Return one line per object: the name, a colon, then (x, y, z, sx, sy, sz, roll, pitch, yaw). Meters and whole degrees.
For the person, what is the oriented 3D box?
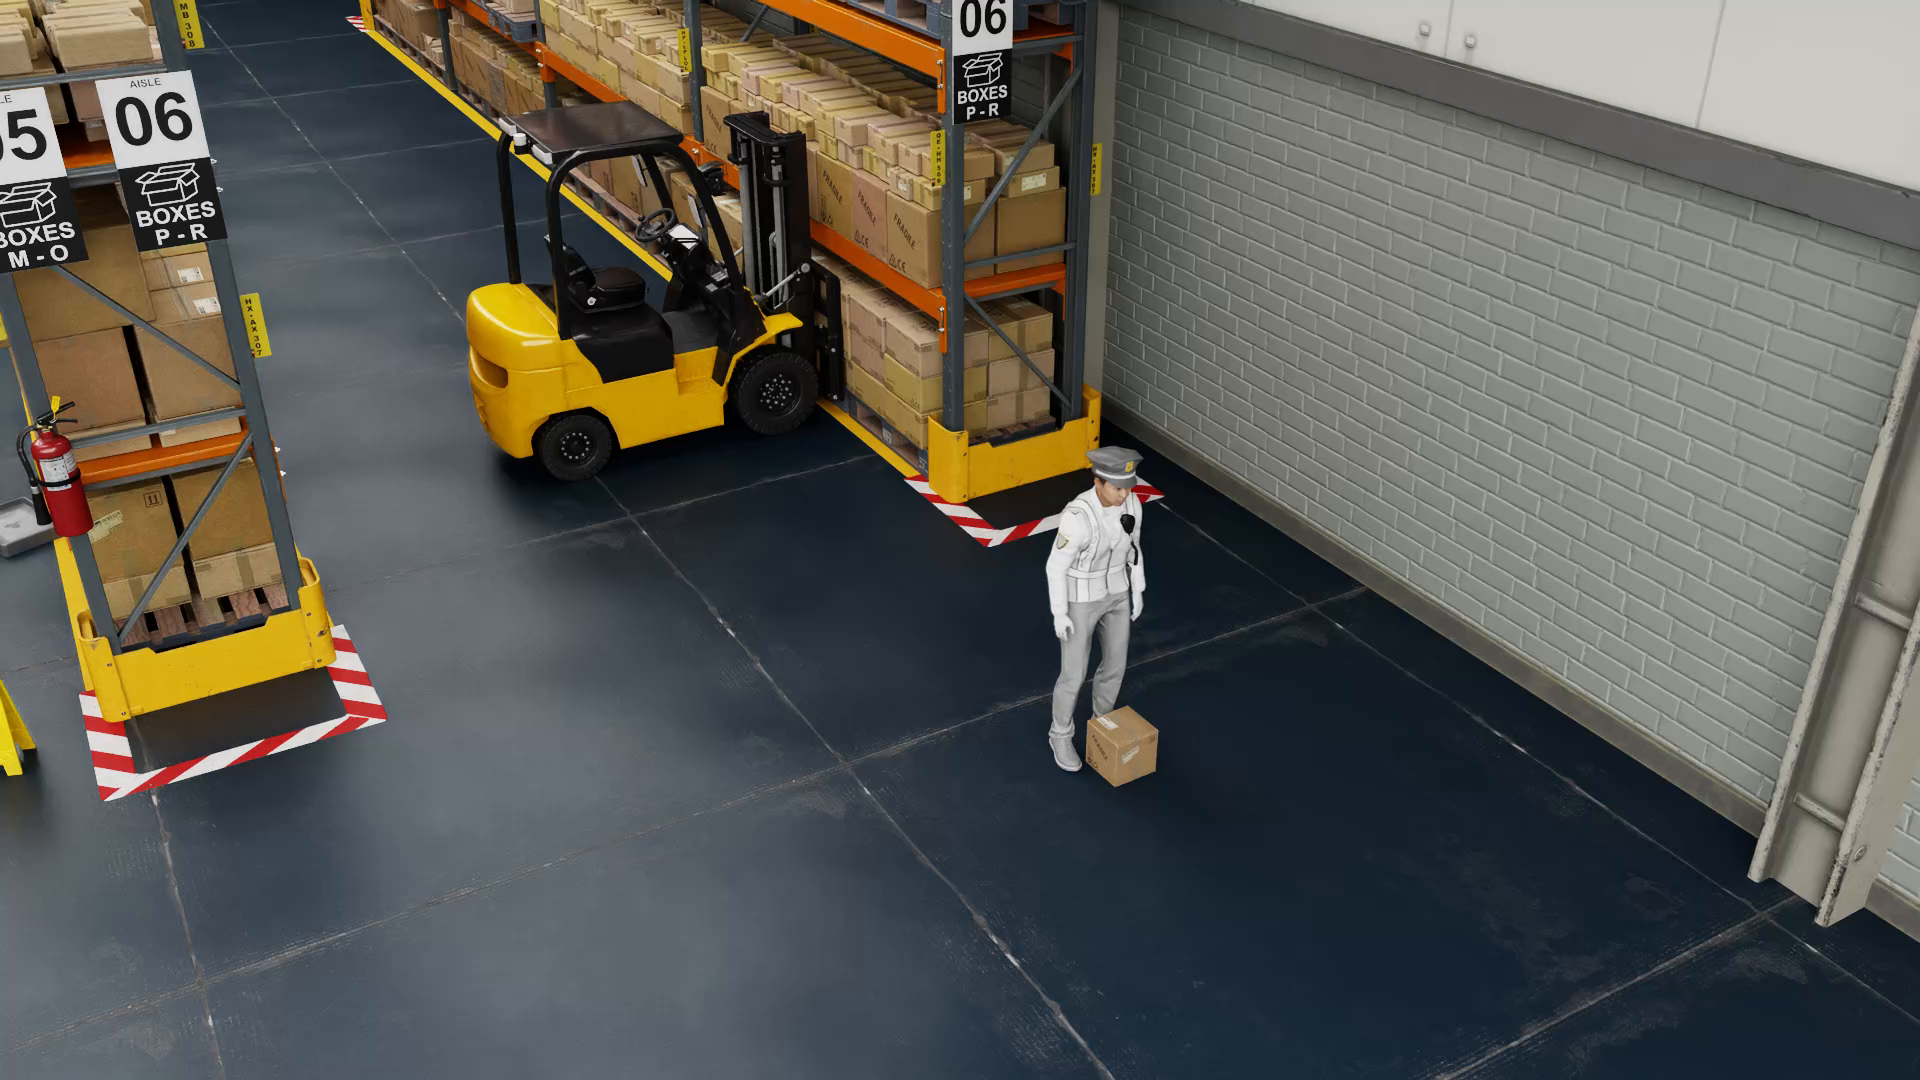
person: (0.661, 0.300, 8.015, 0.529, 1.663, 0.374, -16, 33, -26)
